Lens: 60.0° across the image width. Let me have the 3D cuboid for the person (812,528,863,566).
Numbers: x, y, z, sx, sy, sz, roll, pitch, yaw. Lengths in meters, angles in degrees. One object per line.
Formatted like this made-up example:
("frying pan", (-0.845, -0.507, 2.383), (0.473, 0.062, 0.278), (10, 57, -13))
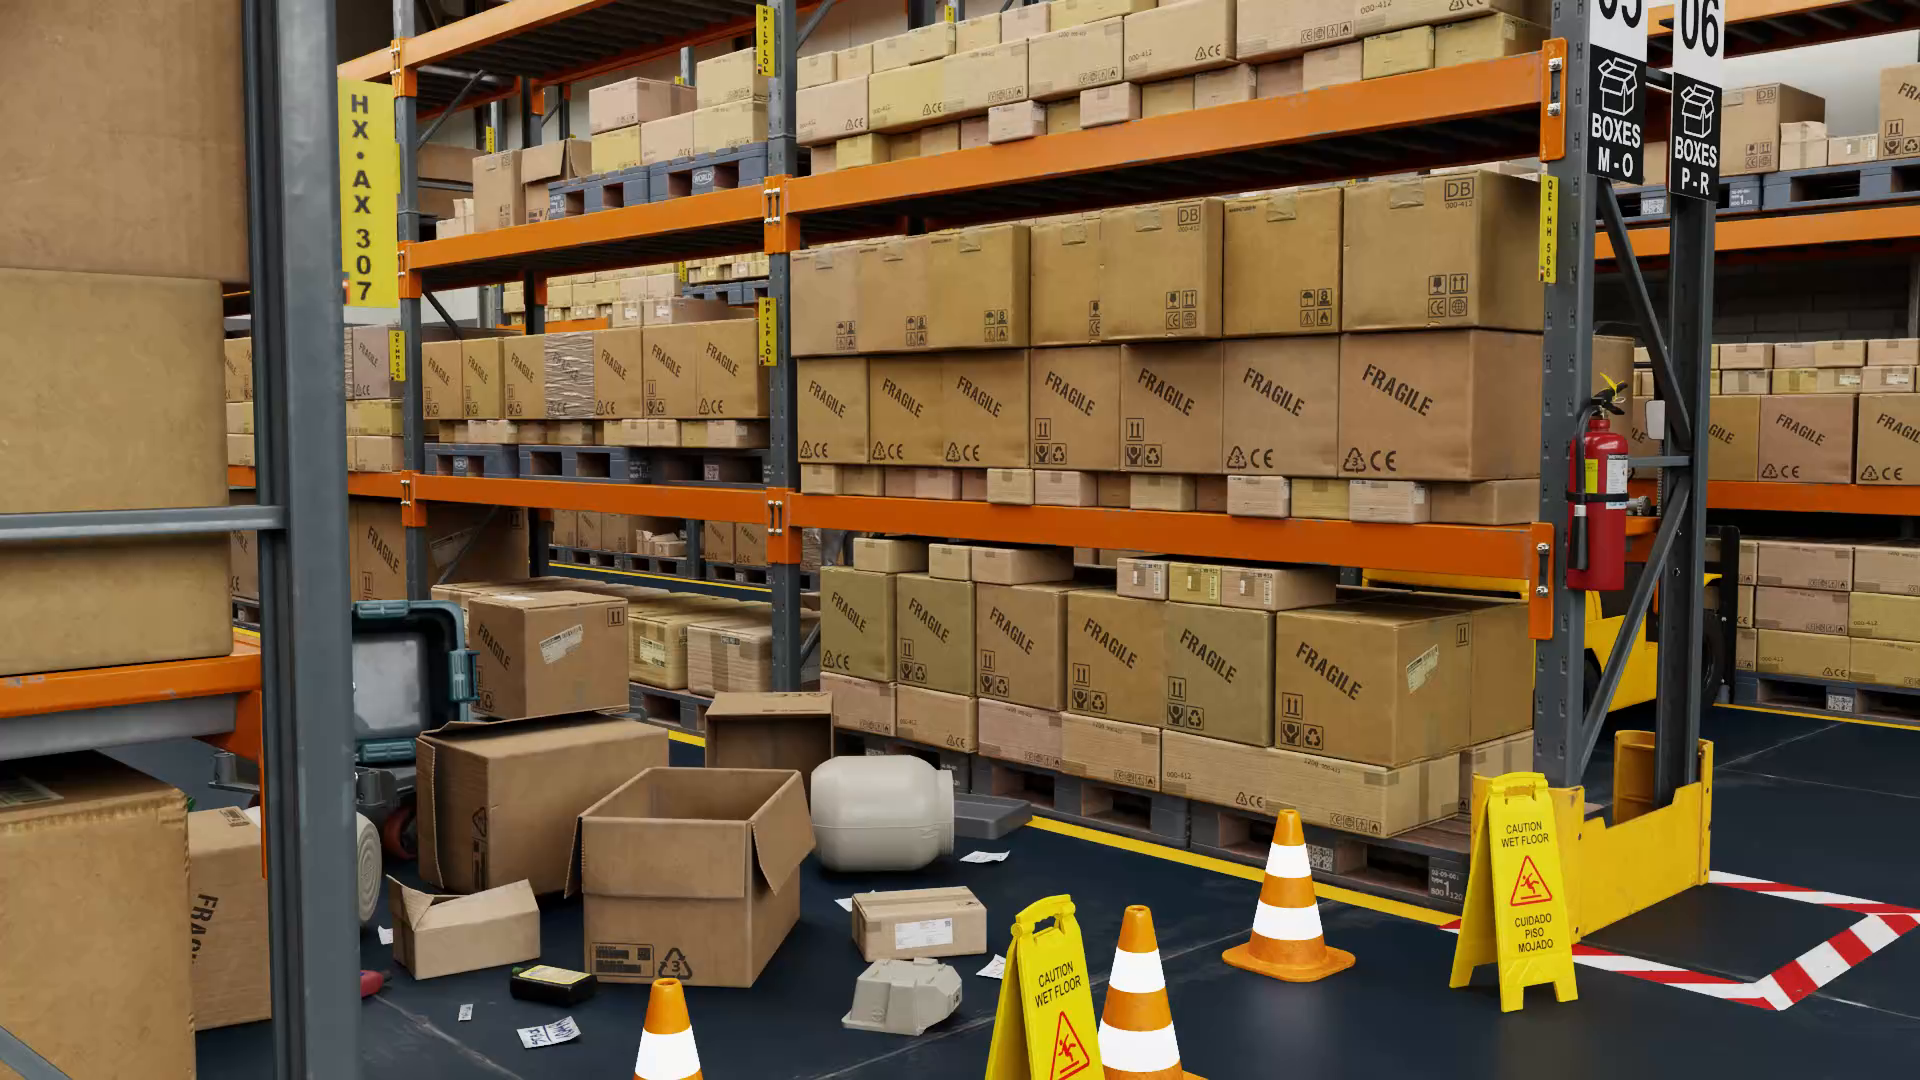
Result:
("person", (-0.961, -0.131, 13.364), (0.529, 1.664, 0.371), (-4, 6, -43))
